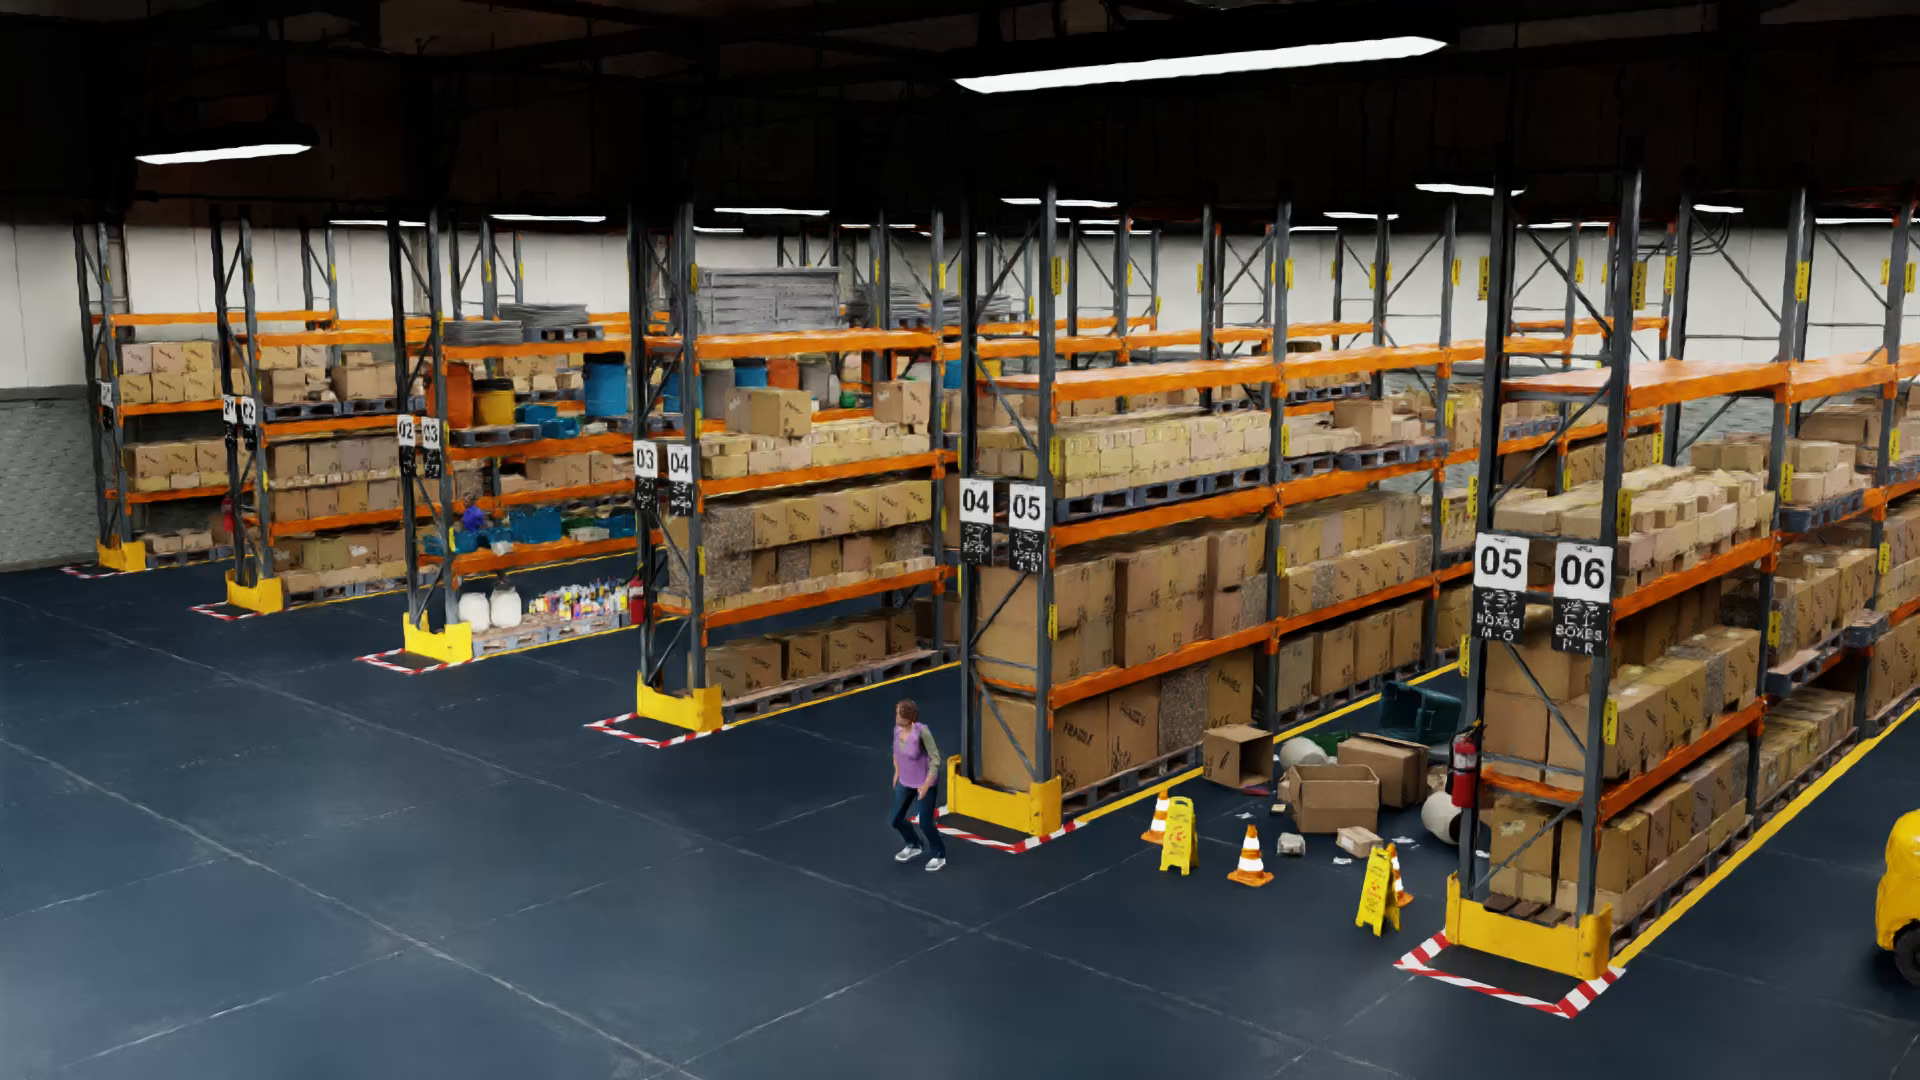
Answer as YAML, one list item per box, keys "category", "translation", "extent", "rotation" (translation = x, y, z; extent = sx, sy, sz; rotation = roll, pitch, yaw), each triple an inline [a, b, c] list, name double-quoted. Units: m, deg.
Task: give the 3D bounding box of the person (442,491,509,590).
- category: "person"
  translation: [-7.696, 0.001, 26.405]
  extent: [0.445, 1.574, 1.090]
  rotation: [8, 12, 38]

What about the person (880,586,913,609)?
- category: "person"
  translation: [-0.923, 0.196, 23.583]
  extent: [0.592, 1.608, 0.532]
  rotation: [8, 12, 39]

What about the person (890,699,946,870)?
- category: "person"
  translation: [-0.369, 2.075, 14.225]
  extent: [0.566, 1.541, 0.519]
  rotation: [8, 12, 39]
